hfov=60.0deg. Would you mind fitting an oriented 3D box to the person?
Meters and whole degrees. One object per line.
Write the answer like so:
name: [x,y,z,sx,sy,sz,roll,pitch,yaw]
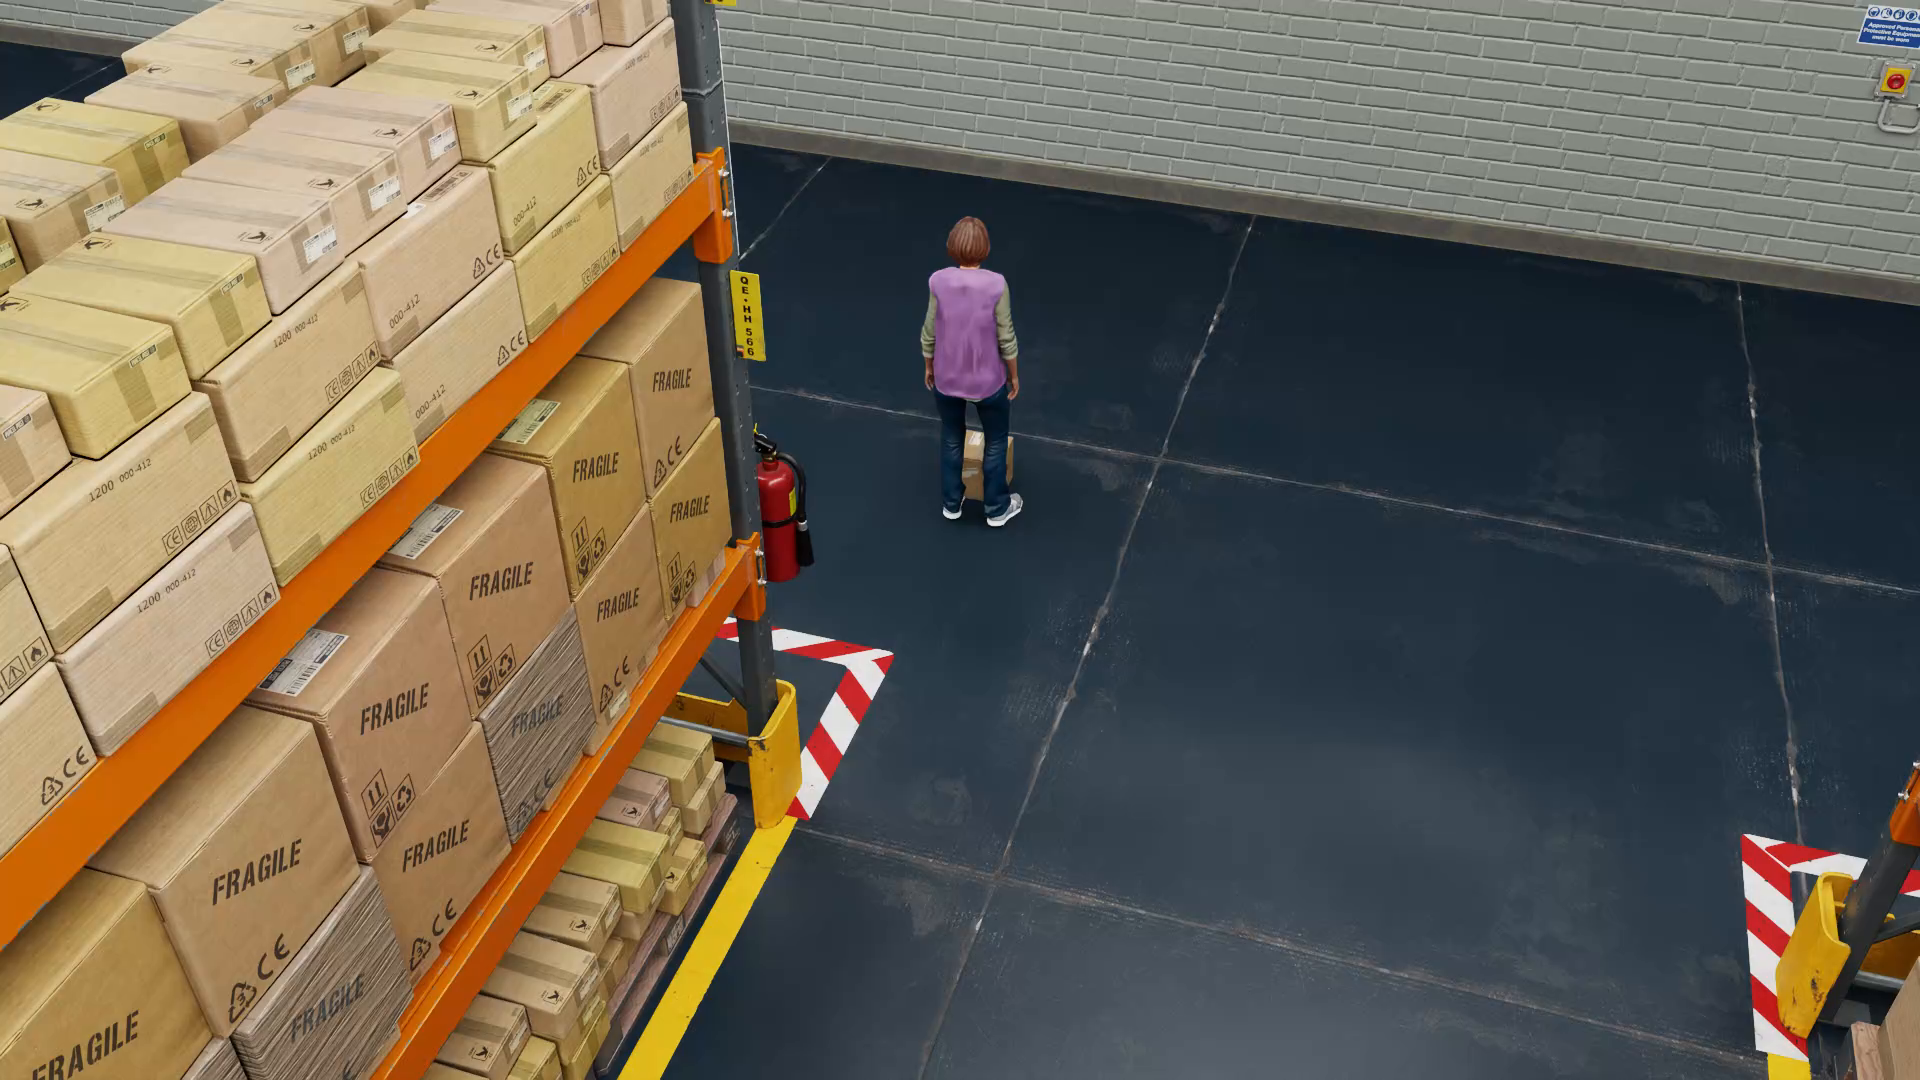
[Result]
person: [0.056,-0.767,7.897,0.481,1.591,0.347,9,38,11]
